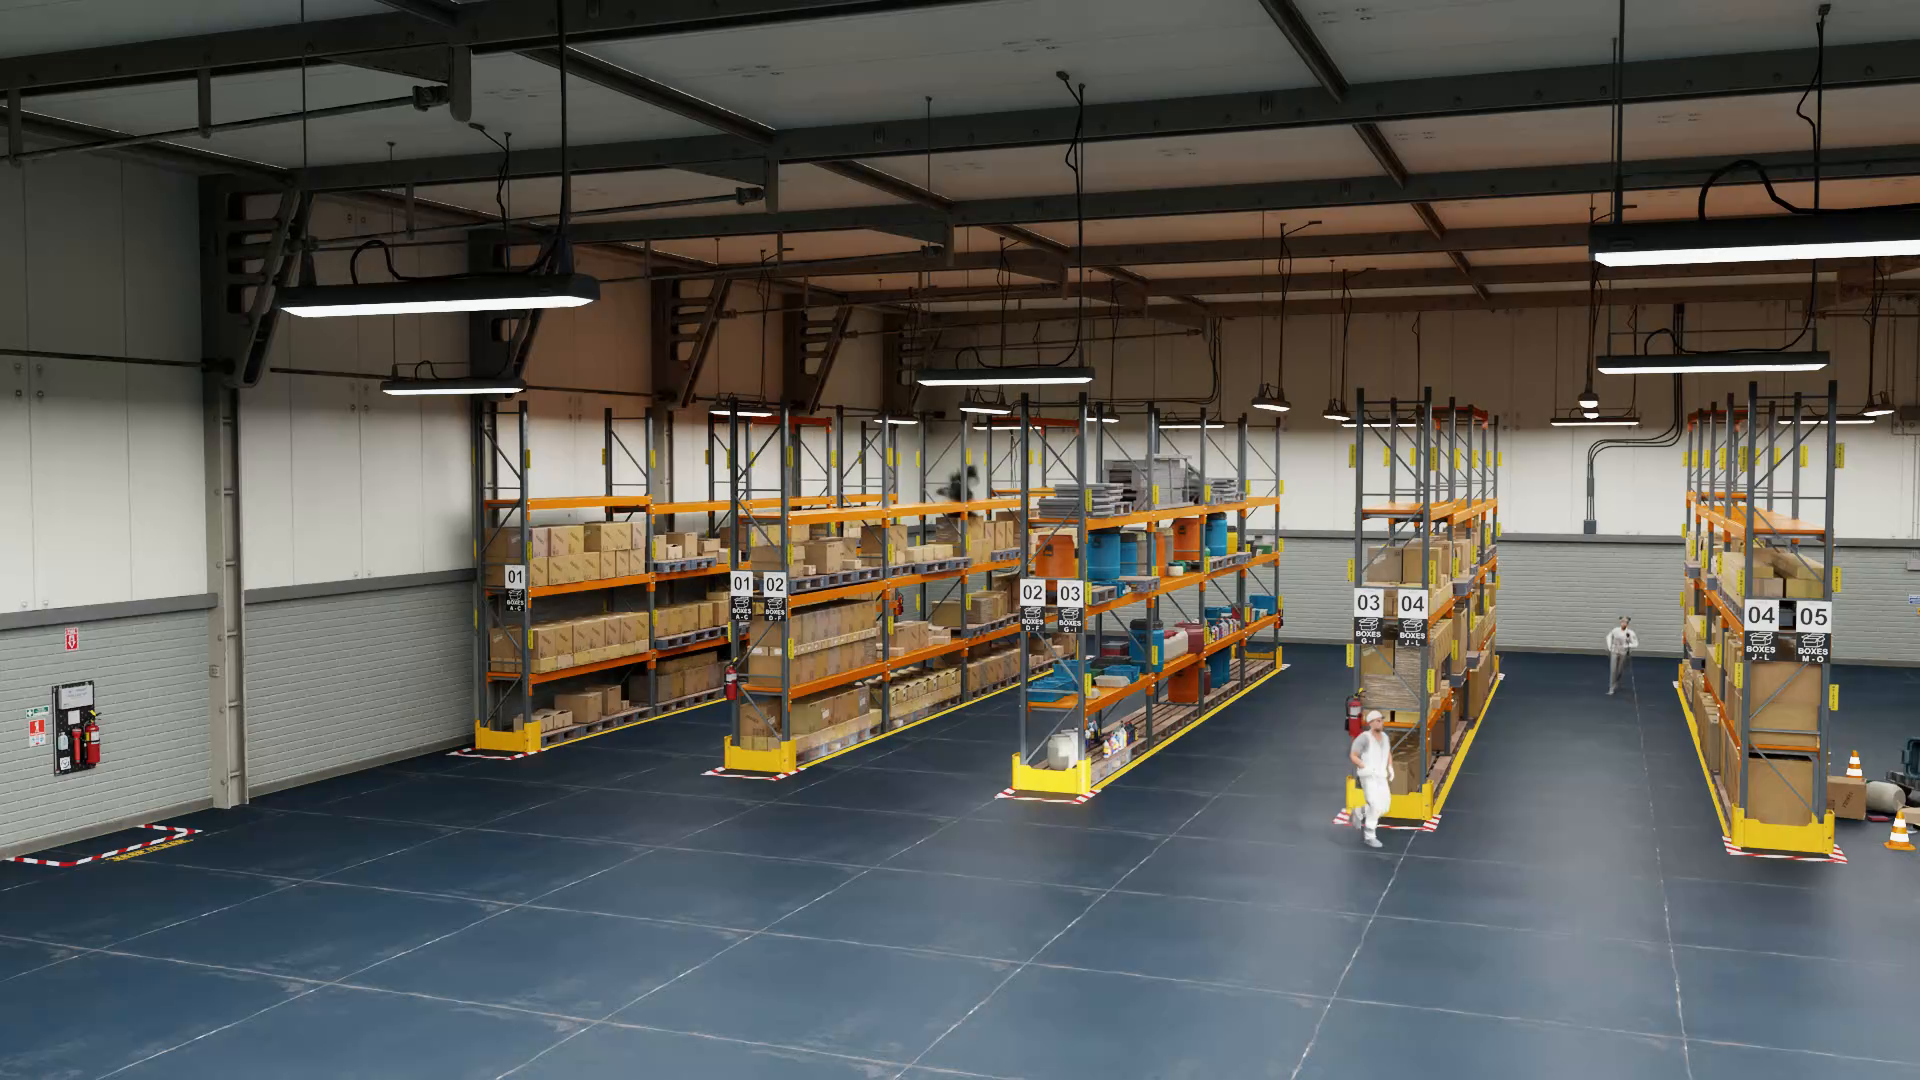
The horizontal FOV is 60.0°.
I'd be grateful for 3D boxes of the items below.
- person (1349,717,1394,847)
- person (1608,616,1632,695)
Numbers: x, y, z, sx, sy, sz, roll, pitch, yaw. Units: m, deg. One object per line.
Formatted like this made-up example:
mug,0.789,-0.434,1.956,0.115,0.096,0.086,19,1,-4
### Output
person,5.365,3.113,21.725,0.707,1.697,0.650,-2,3,-31
person,14.128,2.454,35.607,0.493,1.693,0.846,1,3,27
